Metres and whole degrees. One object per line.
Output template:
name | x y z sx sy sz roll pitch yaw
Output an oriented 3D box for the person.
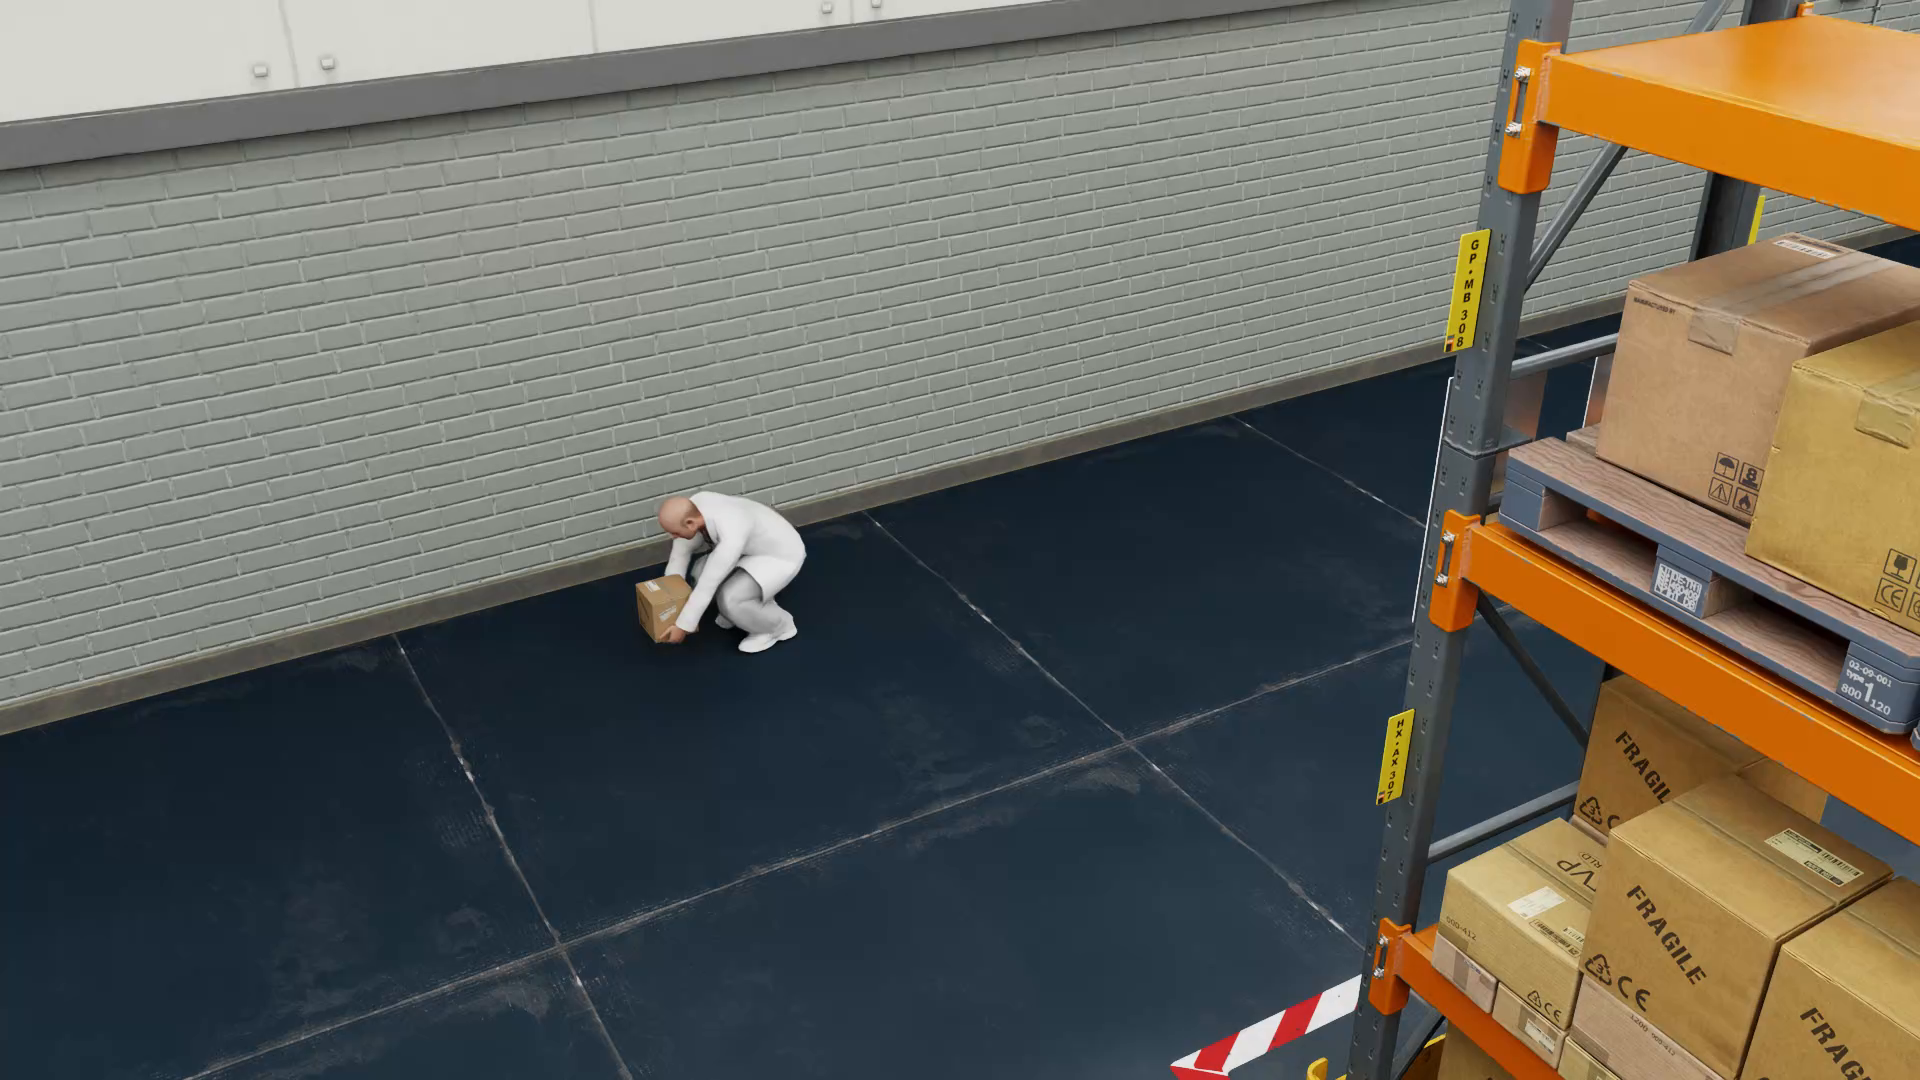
person | -1.296 0.135 9.176 0.938 0.981 0.580 -16 33 -27
